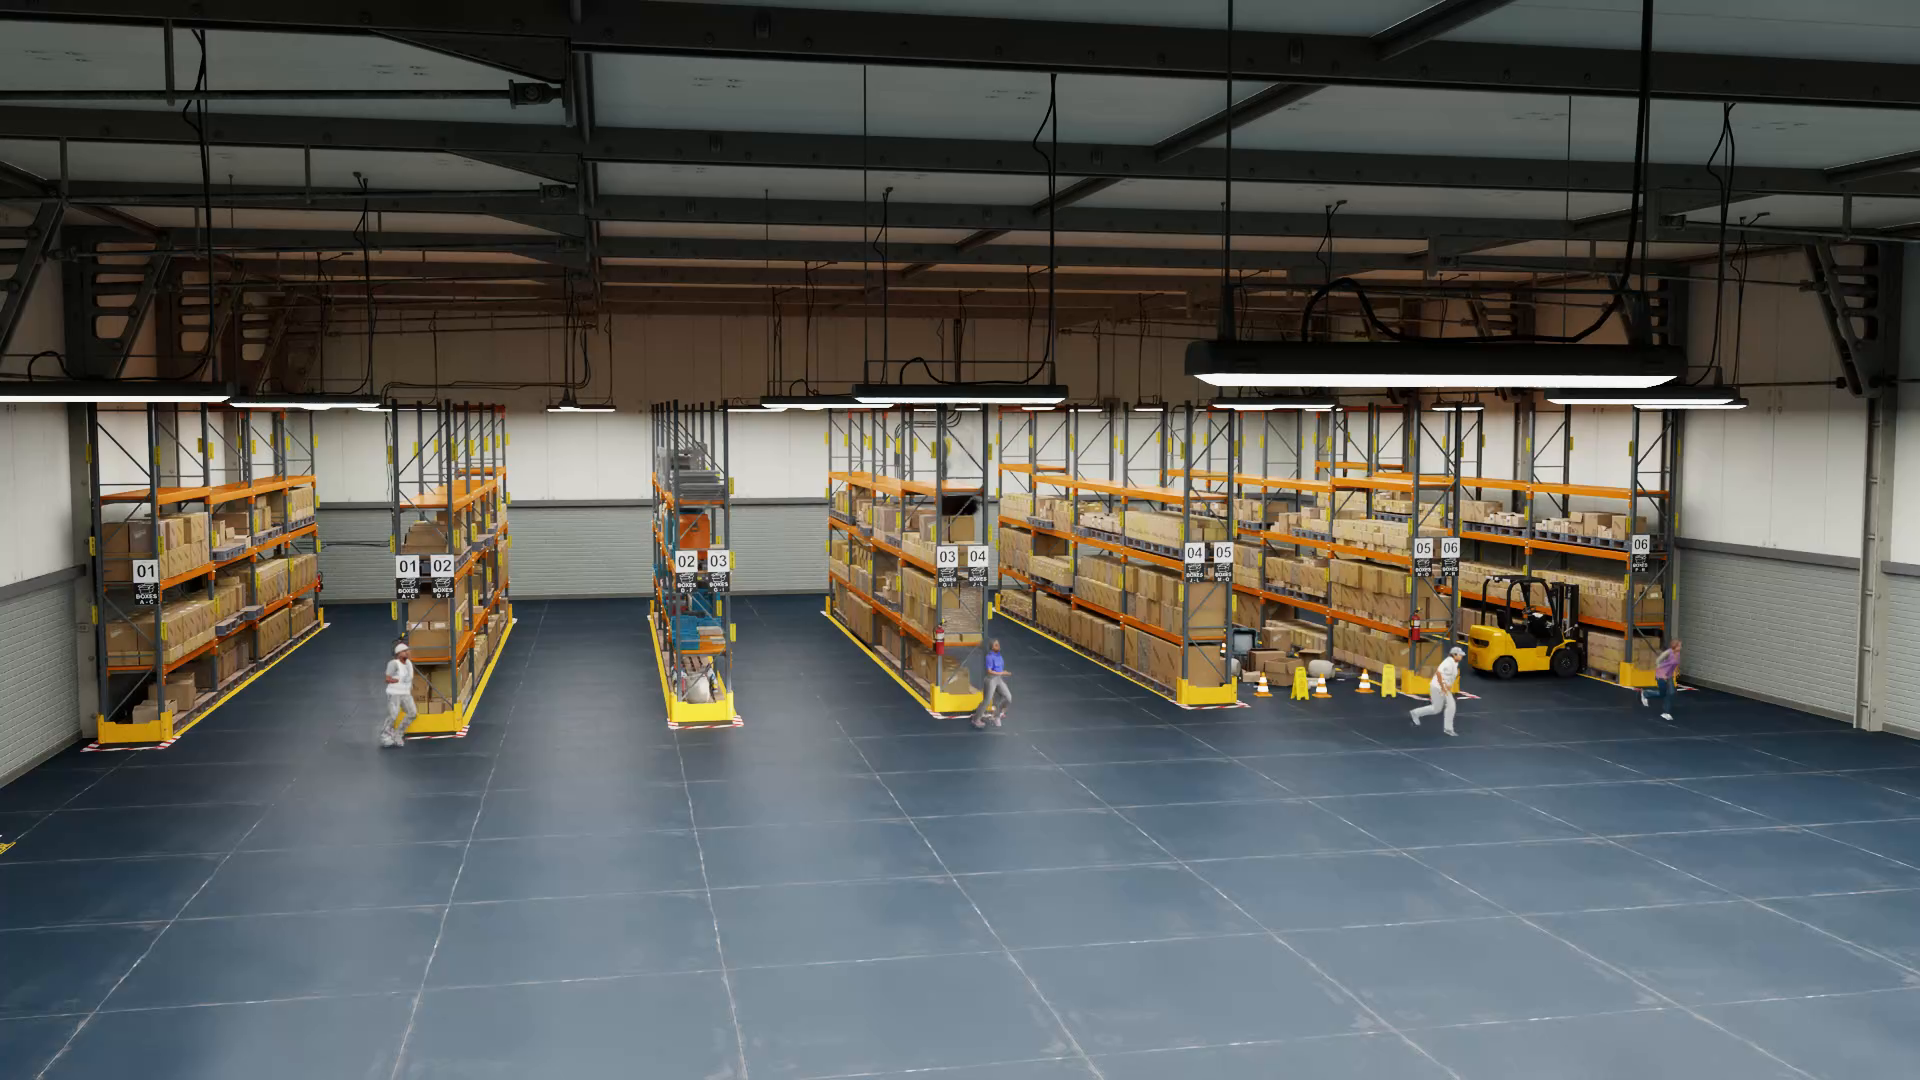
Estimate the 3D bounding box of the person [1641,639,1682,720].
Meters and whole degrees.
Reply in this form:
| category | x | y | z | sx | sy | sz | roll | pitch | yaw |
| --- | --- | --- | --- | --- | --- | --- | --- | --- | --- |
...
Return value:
| category | x | y | z | sx | sy | sz | roll | pitch | yaw |
| --- | --- | --- | --- | --- | --- | --- | --- | --- | --- |
| person | 13.276 | 2.617 | 31.474 | 0.539 | 1.532 | 0.810 | -3 | 5 | -35 |

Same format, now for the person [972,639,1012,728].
| category | x | y | z | sx | sy | sz | roll | pitch | yaw |
| --- | --- | --- | --- | --- | --- | --- | --- | --- | --- |
| person | 0.631 | 2.612 | 30.316 | 0.841 | 1.630 | 0.588 | 4 | 6 | 40 |

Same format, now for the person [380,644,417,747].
| category | x | y | z | sx | sy | sz | roll | pitch | yaw |
| --- | --- | --- | --- | --- | --- | --- | --- | --- | --- |
| person | -9.631 | 2.689 | 28.726 | 0.691 | 1.792 | 0.681 | 2 | 5 | 27 |

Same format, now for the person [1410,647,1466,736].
| category | x | y | z | sx | sy | sz | roll | pitch | yaw |
| --- | --- | --- | --- | --- | --- | --- | --- | --- | --- |
| person | 8.593 | 2.706 | 29.871 | 0.964 | 1.620 | 0.615 | 2 | 5 | 26 |
